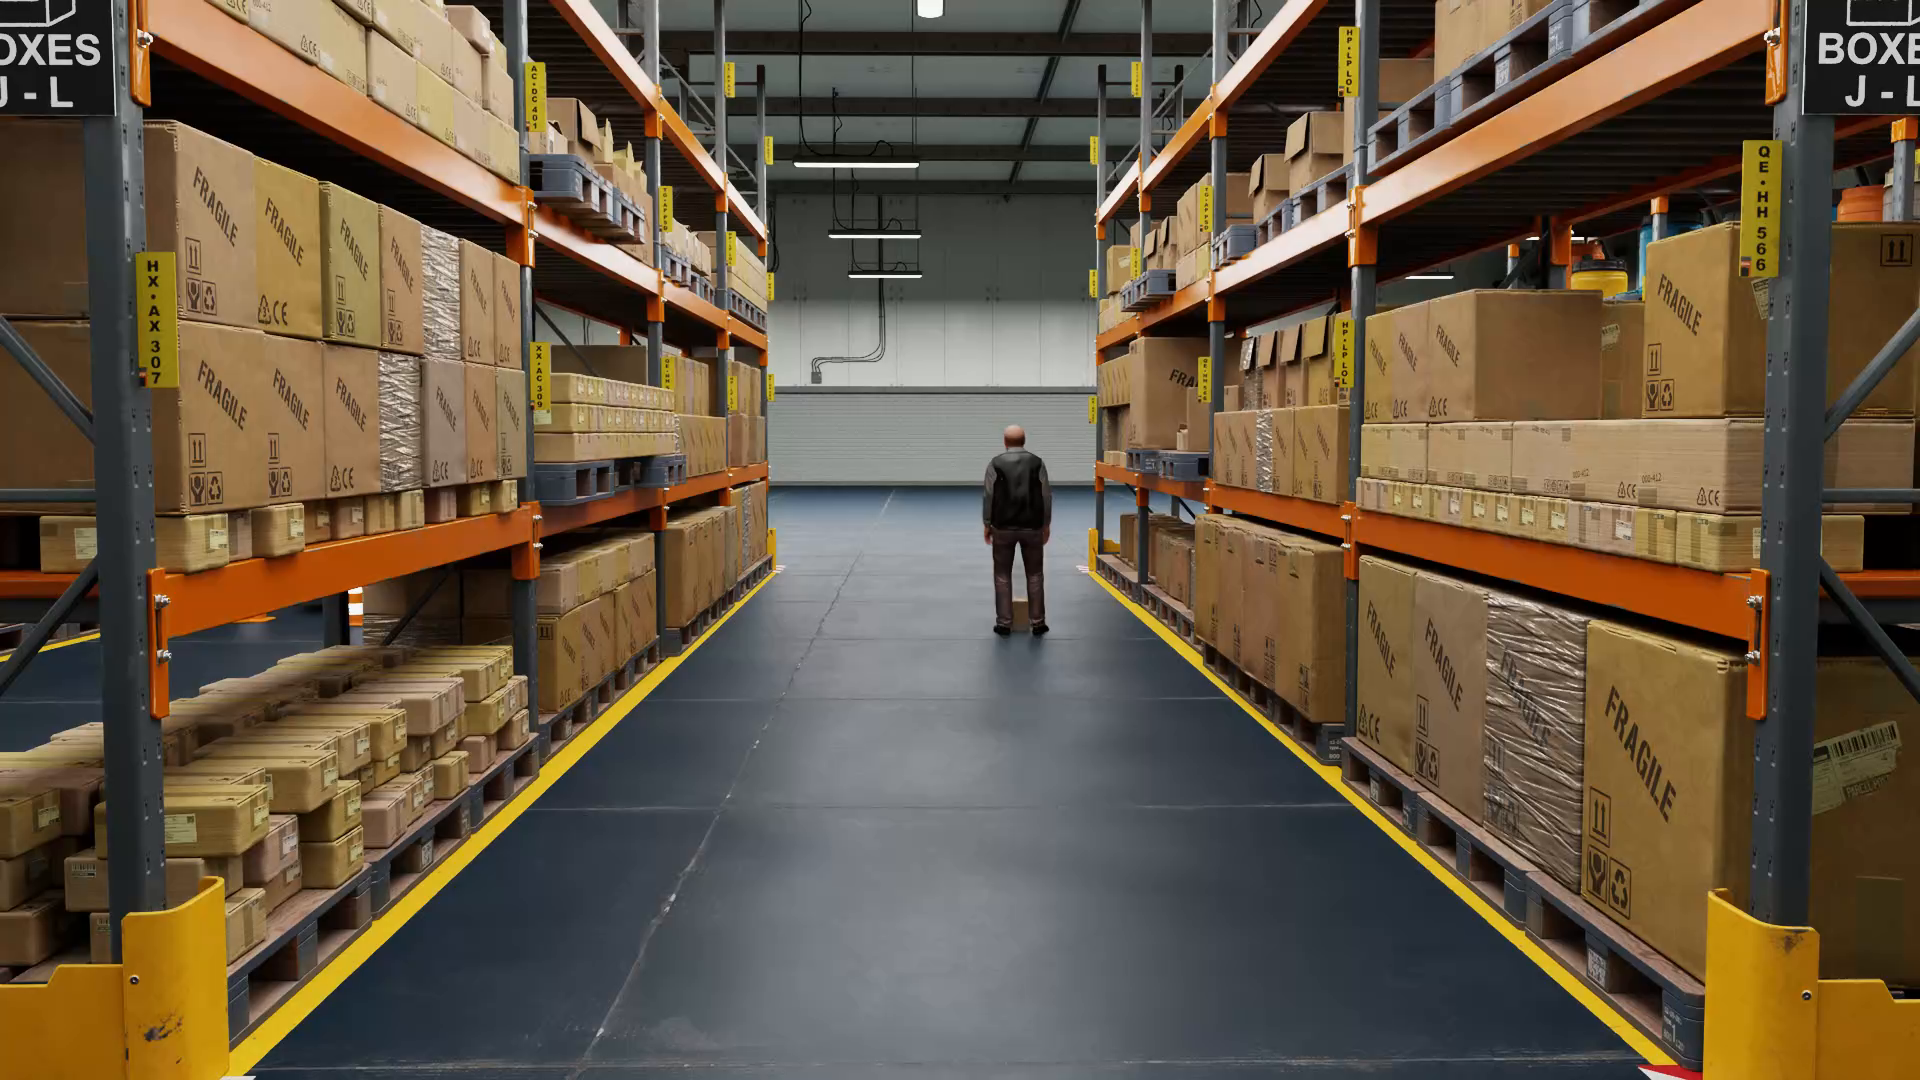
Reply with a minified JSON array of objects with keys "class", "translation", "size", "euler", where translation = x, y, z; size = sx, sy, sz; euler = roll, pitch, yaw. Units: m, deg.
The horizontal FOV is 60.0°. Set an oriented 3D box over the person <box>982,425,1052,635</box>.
[{"class":"person","translation":[0.471,-0.084,13.720],"size":[0.577,1.719,0.420],"euler":[0,4,-4]}]
